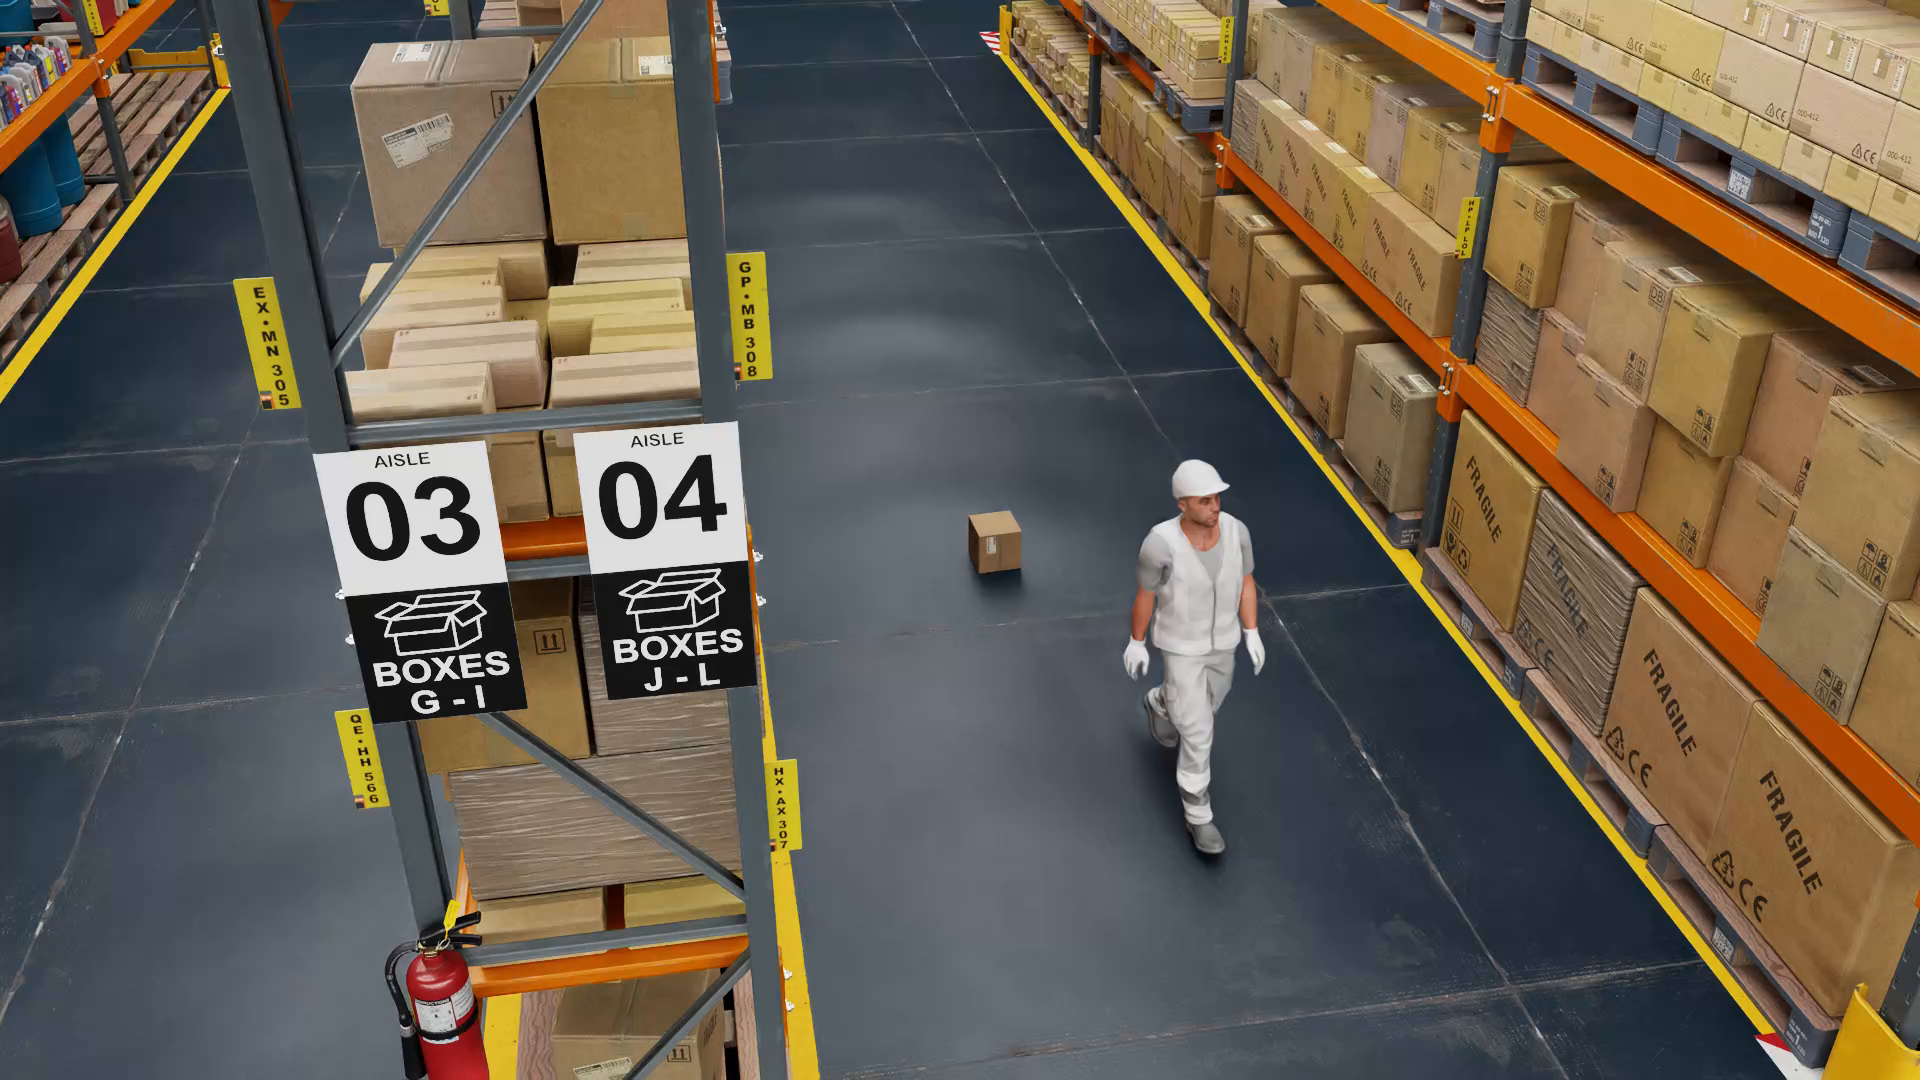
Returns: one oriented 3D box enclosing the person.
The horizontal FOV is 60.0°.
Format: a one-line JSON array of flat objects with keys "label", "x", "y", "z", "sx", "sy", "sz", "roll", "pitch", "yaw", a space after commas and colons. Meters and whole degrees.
[{"label": "person", "x": 1.042, "y": 0.434, "z": 7.381, "sx": 0.582, "sy": 1.746, "sz": 1.002, "roll": -13, "pitch": 33, "yaw": -21}]
